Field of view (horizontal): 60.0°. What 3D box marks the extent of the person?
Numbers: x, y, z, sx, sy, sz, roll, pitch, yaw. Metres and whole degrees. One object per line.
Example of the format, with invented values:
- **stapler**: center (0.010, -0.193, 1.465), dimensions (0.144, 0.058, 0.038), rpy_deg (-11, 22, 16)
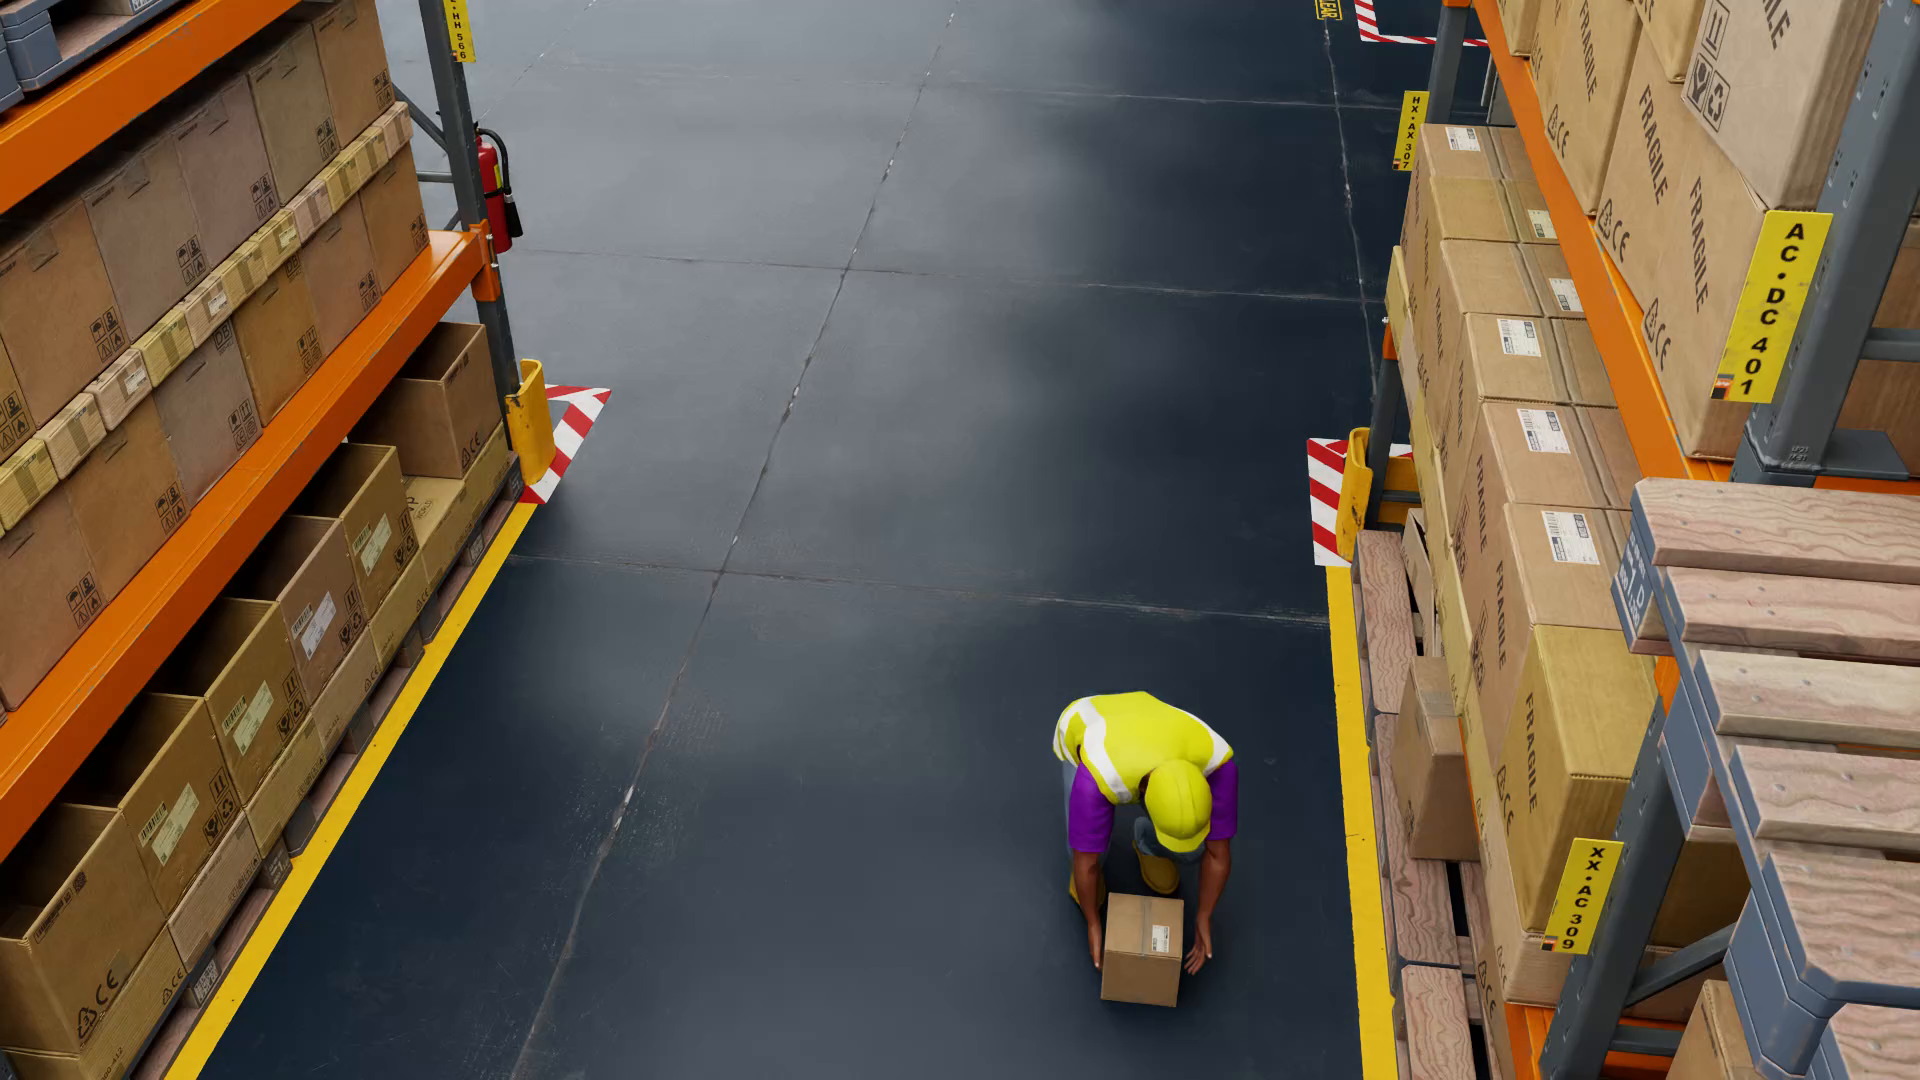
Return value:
- **person**: center (0.622, 0.888, 5.624), dimensions (0.567, 0.926, 0.897), rpy_deg (-3, 36, -4)
